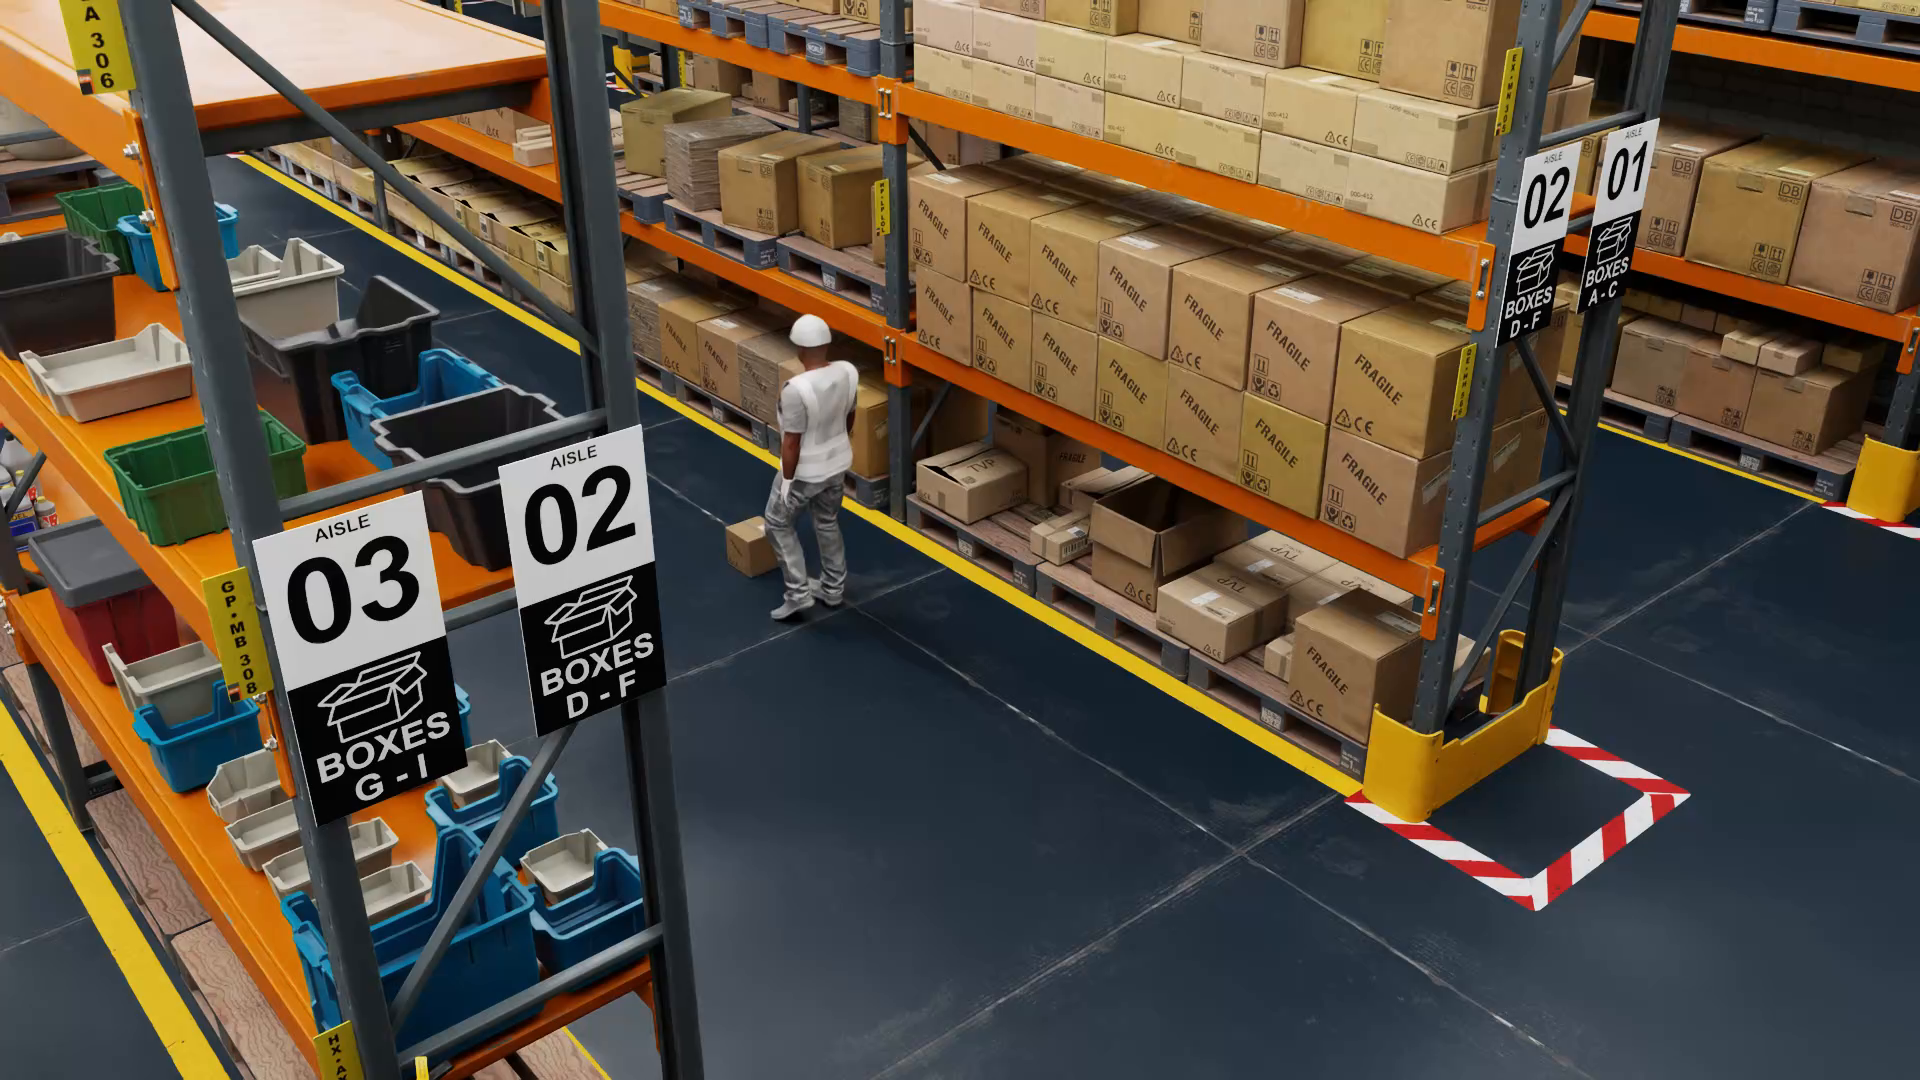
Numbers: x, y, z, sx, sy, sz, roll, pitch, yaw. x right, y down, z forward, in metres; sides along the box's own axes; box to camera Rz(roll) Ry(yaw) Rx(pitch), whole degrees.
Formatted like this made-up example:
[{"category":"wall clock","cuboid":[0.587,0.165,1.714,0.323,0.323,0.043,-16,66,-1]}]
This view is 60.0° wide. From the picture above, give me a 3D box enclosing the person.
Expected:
[{"category":"person","cuboid":[-0.831,-0.395,9.339,0.408,1.829,0.601,22,35,36]}]
